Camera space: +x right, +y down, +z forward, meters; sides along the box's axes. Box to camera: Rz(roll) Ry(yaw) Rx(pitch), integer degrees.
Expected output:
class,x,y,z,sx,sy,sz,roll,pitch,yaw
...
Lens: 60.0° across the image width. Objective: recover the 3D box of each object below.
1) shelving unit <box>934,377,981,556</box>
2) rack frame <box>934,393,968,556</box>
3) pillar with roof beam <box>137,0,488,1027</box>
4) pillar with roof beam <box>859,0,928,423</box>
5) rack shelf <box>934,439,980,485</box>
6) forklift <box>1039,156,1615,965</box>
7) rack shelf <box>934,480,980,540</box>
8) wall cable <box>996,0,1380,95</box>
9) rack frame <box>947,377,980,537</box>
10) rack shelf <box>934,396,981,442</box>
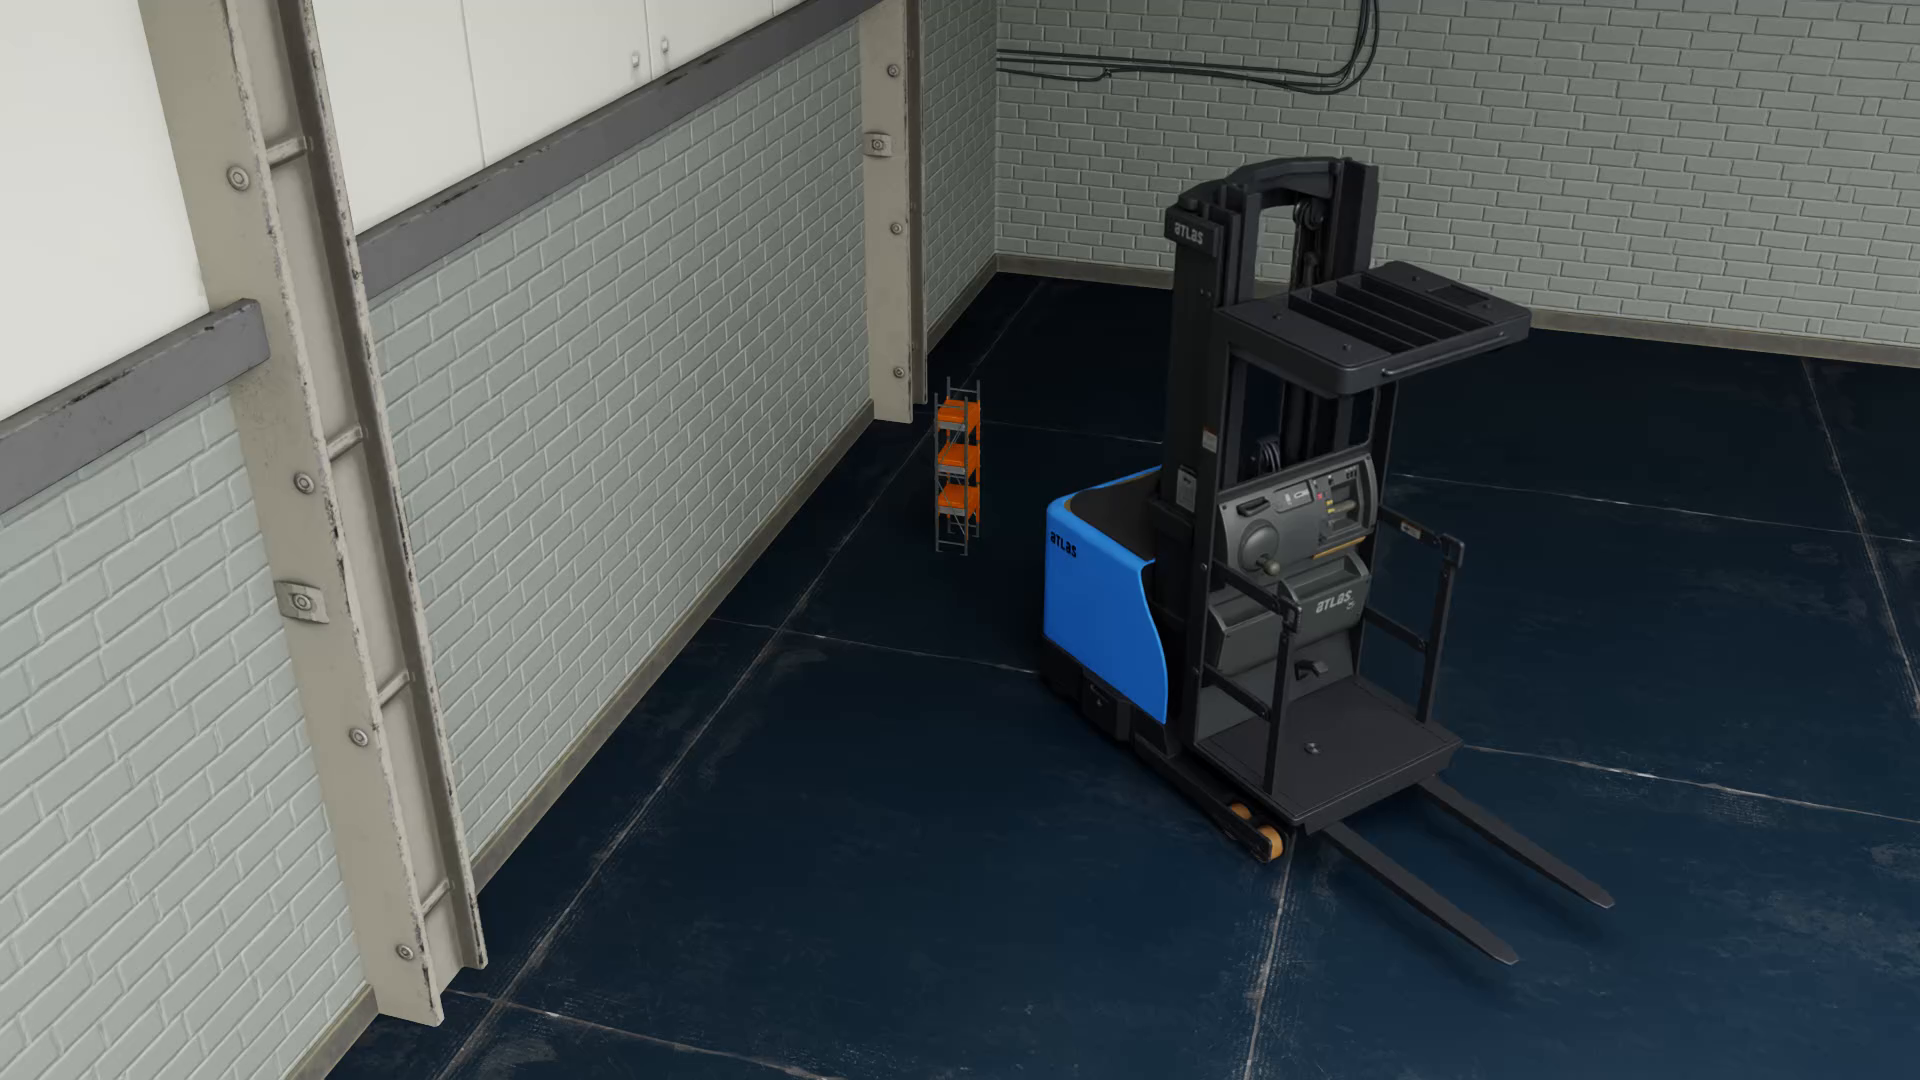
class,x,y,z,sx,sy,sz,roll,pitch,yaw
shelving unit,-0.016,-0.434,9.950,0.215,1.050,0.252,8,30,15
rack frame,-0.051,-0.377,9.848,0.200,1.050,0.008,8,30,15
pillar with roof beam,1.916,-1.465,3.628,9.100,9.000,0.400,8,30,15
pillar with roof beam,3.677,-4.254,8.640,9.100,9.000,0.400,8,30,15
rack shelf,-0.016,-0.425,9.955,0.215,0.259,0.240,8,30,15
forklift,1.656,-0.074,7.367,1.130,2.935,3.031,-18,34,-29
rack shelf,-0.016,-0.182,10.090,0.215,0.259,0.240,8,30,15
wall cable,1.691,-4.691,12.621,3.097,2.526,0.112,8,30,15
rack frame,0.020,-0.491,10.052,0.200,1.050,0.008,8,30,15
rack shelf,-0.016,-0.673,9.817,0.215,0.259,0.240,8,30,15
